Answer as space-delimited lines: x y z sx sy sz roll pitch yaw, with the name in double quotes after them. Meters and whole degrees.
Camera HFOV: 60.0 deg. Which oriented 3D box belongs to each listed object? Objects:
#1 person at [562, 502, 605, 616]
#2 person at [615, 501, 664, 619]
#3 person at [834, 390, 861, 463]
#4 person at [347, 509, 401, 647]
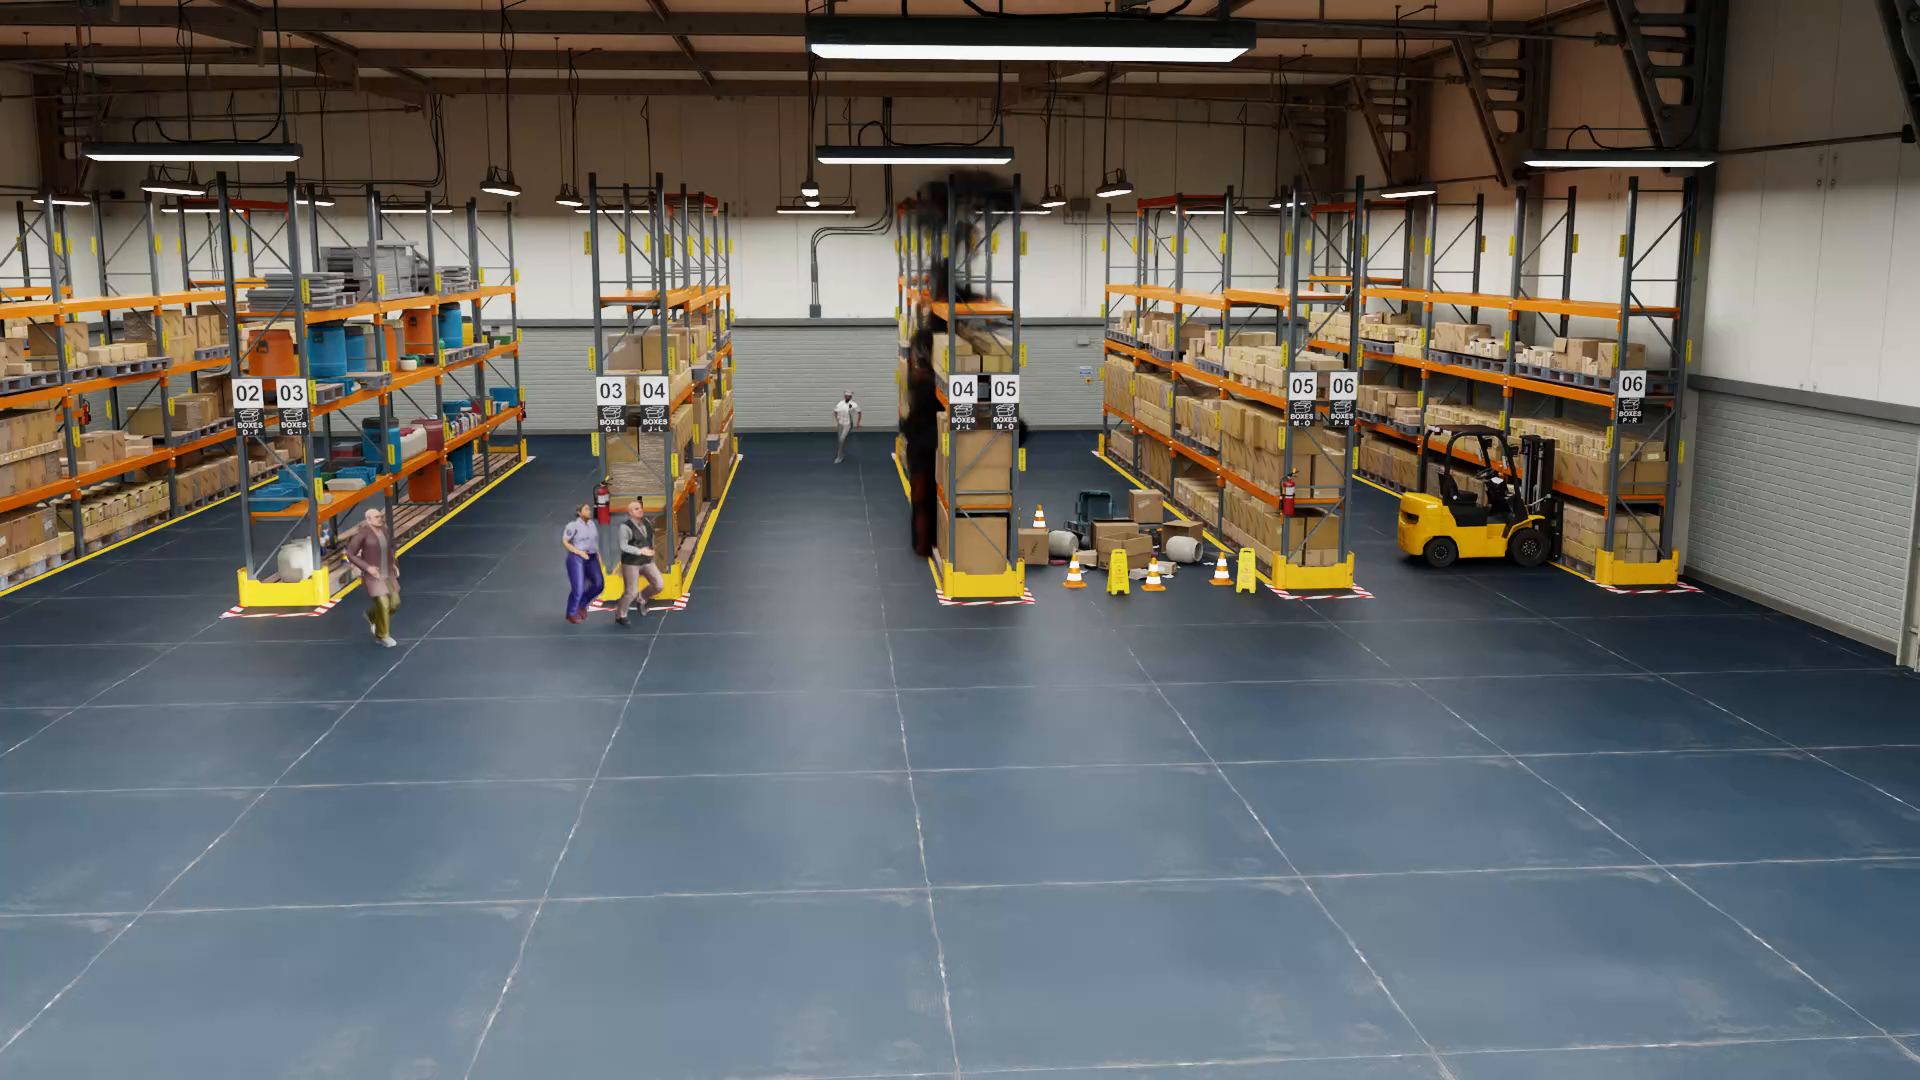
-5.027 0.262 22.397 0.525 1.527 0.625 9 13 40 "person"
-4.238 0.277 21.991 0.803 1.605 0.678 9 13 41 "person"
-2.691 -2.681 39.016 0.624 1.684 0.837 4 11 20 "person"
-7.431 0.466 21.061 0.639 1.746 0.721 6 11 29 "person"
